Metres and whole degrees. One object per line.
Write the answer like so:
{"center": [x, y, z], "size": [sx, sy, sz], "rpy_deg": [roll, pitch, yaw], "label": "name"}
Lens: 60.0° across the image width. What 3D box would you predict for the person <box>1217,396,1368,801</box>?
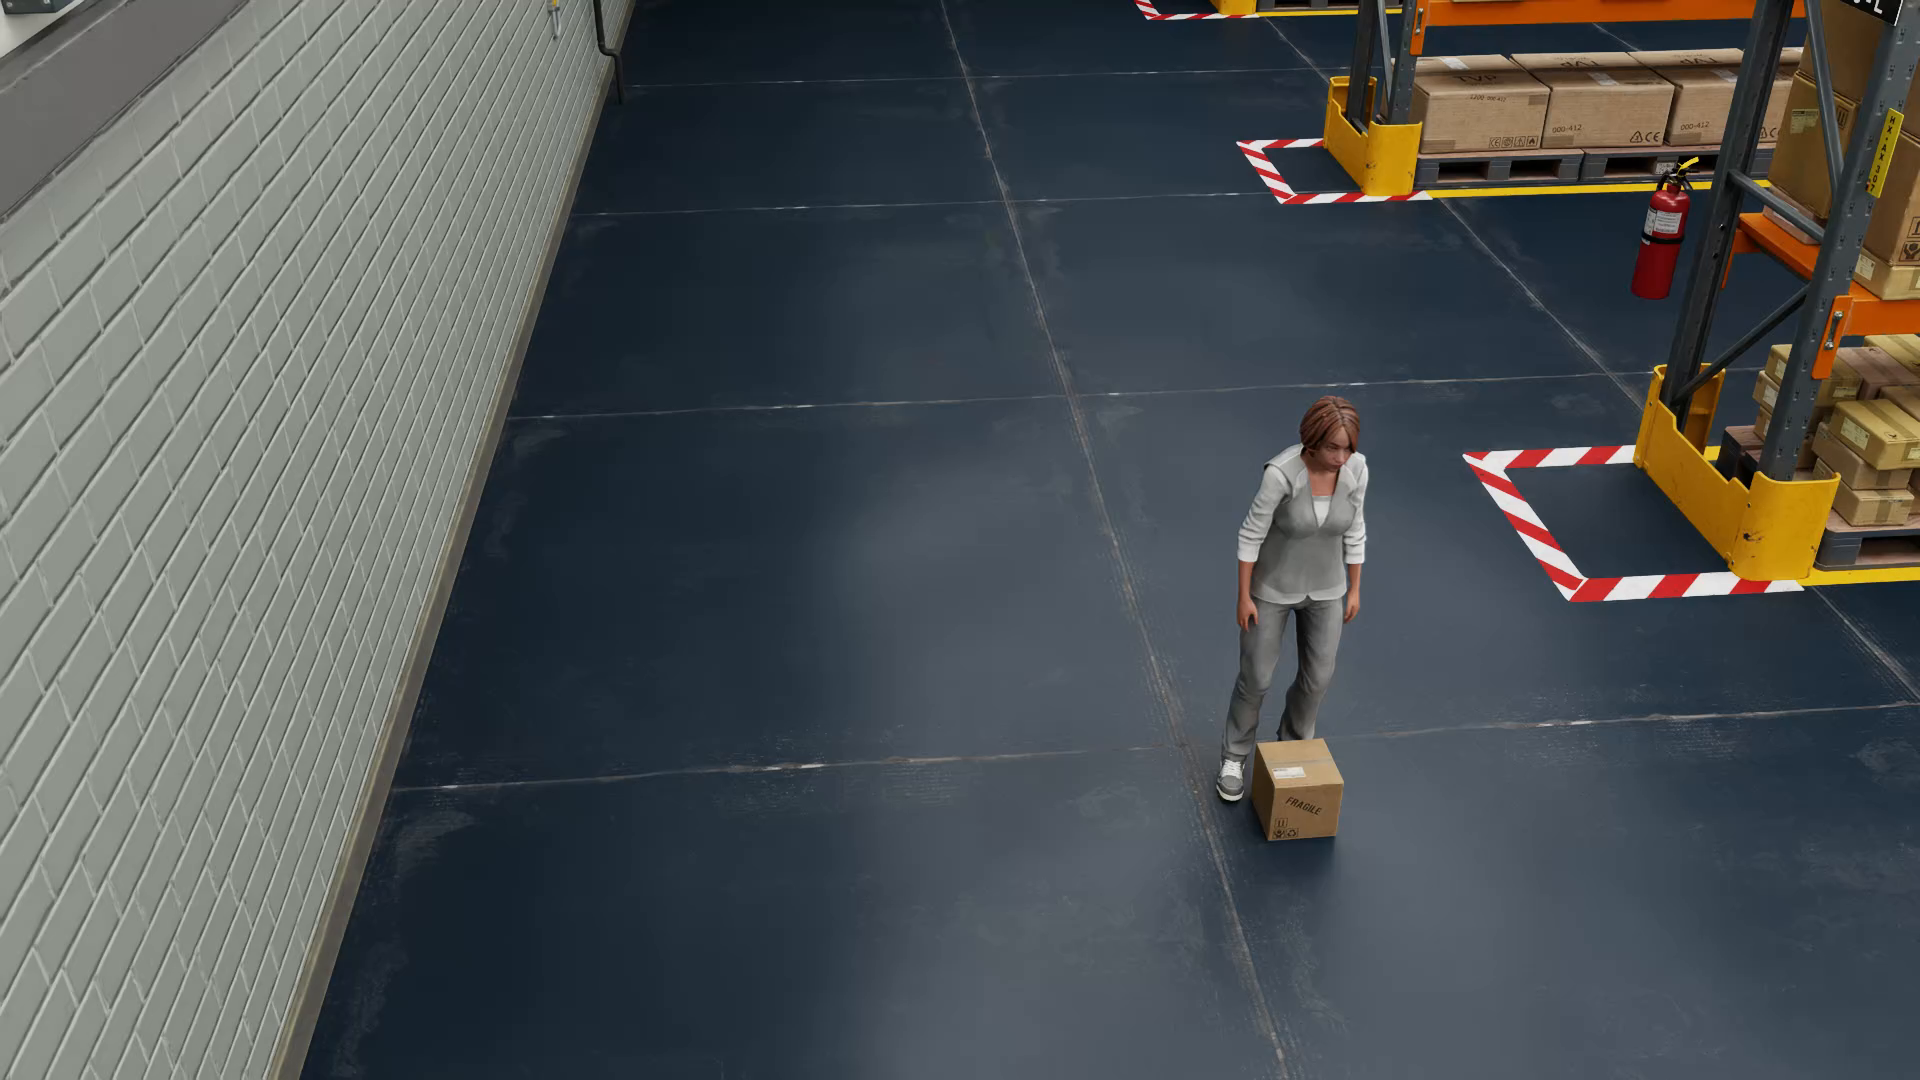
{"center": [1.179, 0.204, 5.813], "size": [0.480, 1.591, 0.378], "rpy_deg": [-5, 32, -8], "label": "person"}
